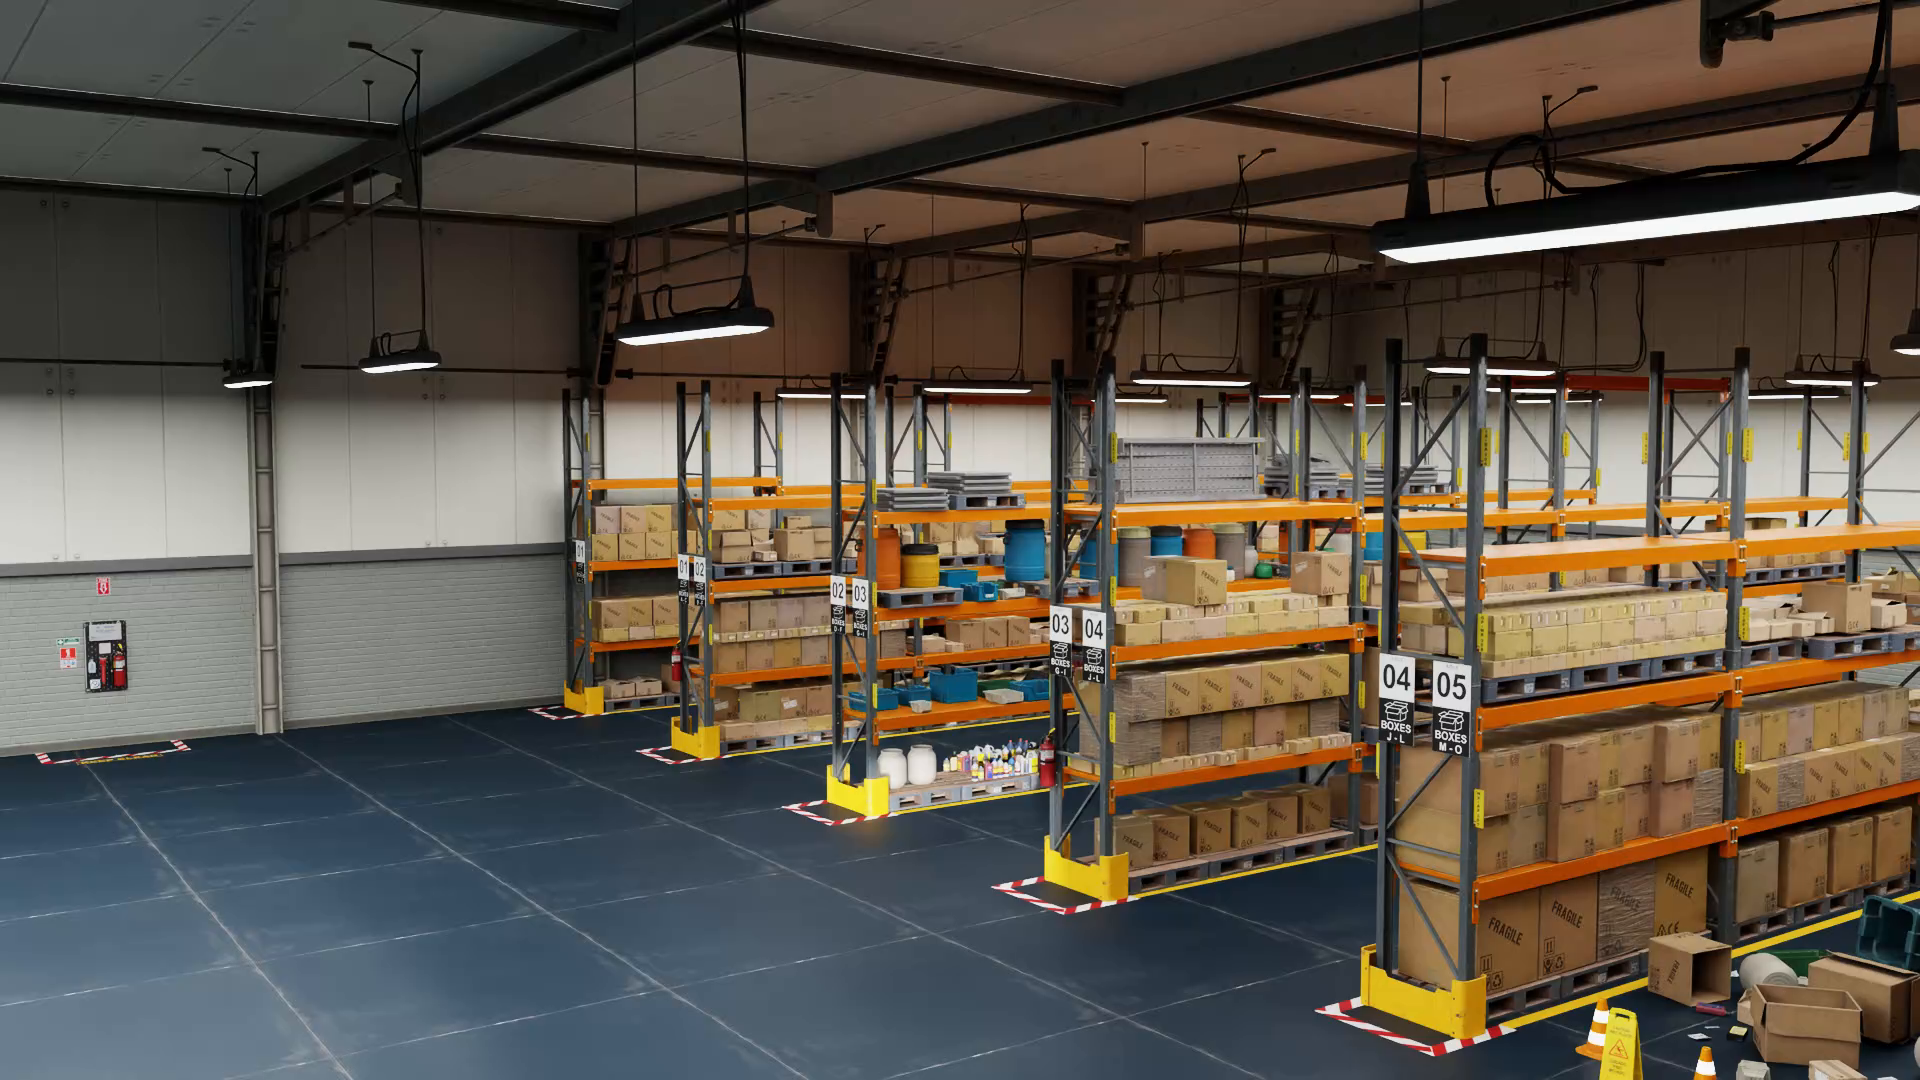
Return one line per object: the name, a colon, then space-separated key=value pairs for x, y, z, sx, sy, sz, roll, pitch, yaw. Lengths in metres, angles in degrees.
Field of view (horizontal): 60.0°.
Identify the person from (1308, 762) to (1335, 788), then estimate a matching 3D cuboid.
person: x=4.995 y=2.832 z=23.190 sx=0.532 sy=1.811 sz=0.639 roll=0 pitch=4 yaw=3
